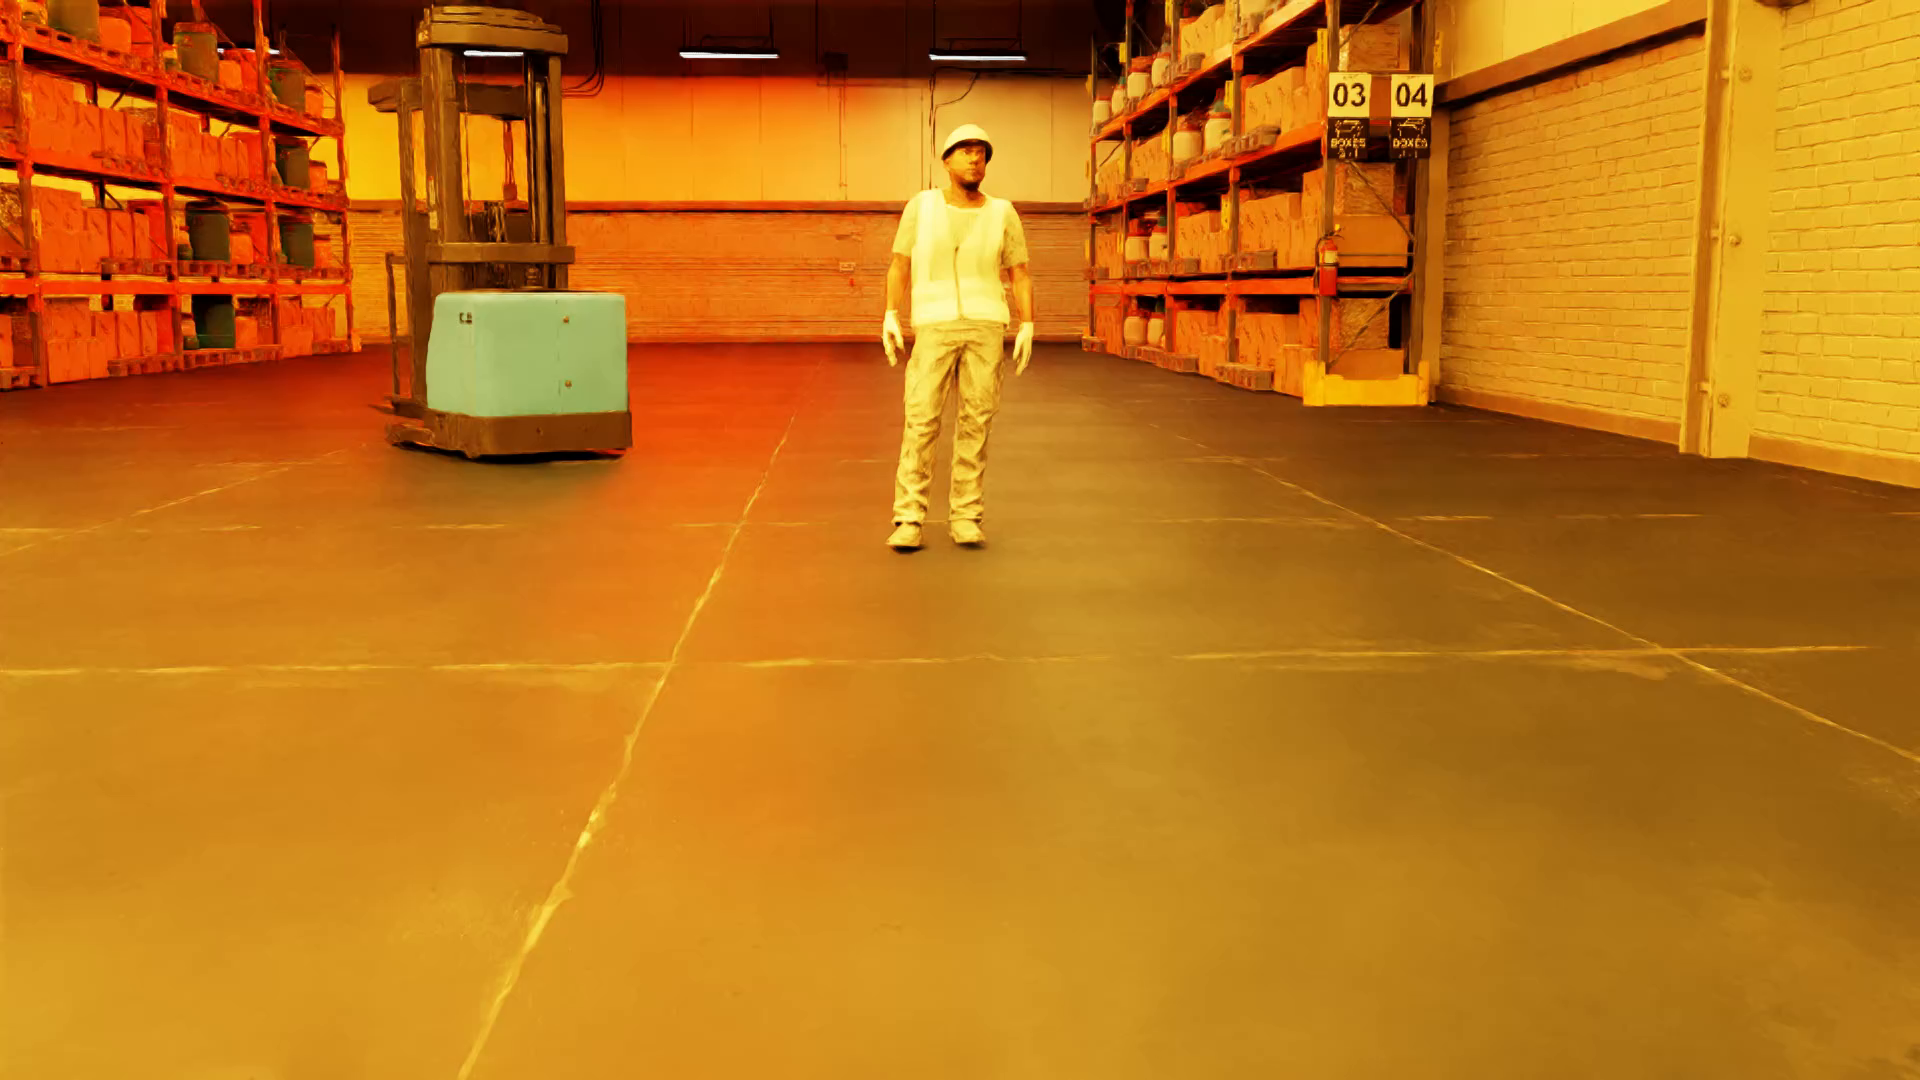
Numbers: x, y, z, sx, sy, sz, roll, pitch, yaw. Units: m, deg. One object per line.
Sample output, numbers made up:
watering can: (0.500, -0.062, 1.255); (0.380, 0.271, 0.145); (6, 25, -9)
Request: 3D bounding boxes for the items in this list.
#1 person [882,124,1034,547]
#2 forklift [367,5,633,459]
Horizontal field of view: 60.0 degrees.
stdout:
person: (-0.004, -0.878, 7.106); (0.655, 1.782, 0.576); (-1, 8, -4)
forklift: (-3.437, -2.132, 11.692); (1.130, 2.935, 3.031); (-6, 10, -35)
